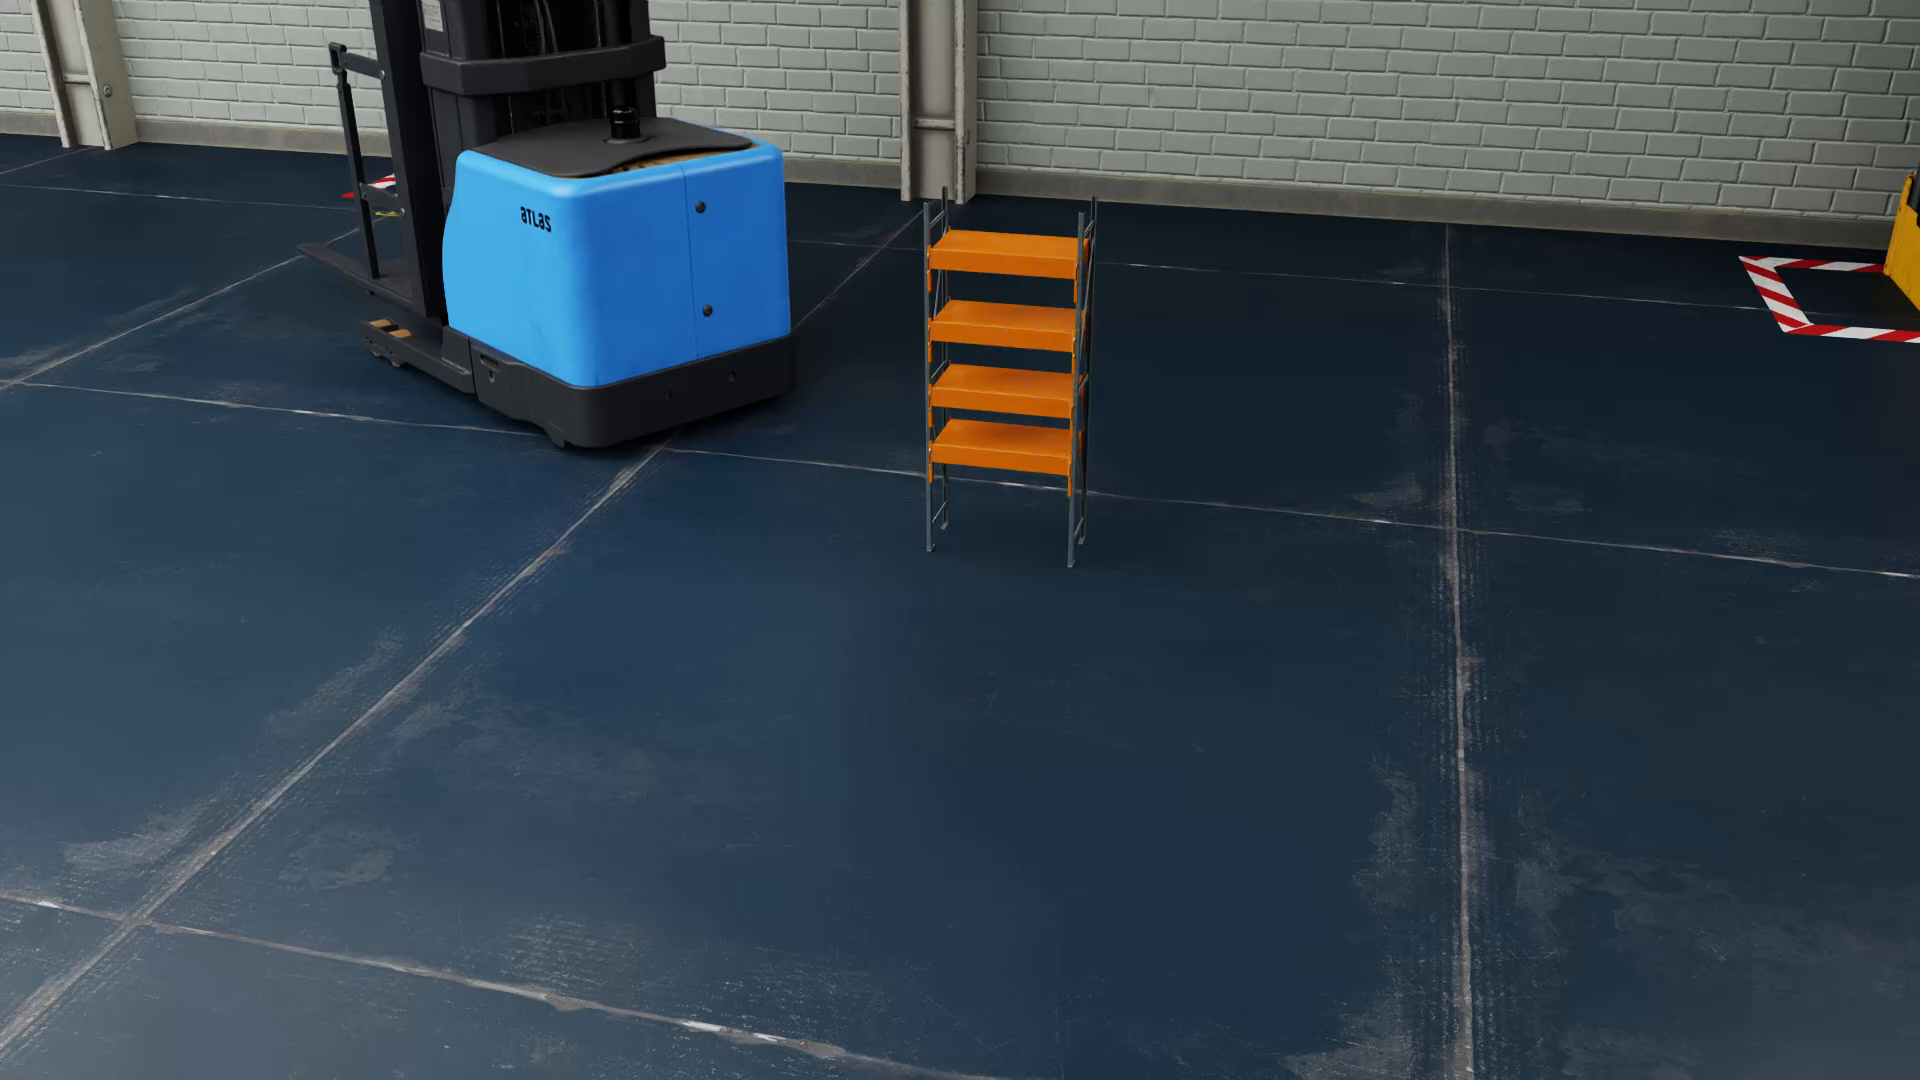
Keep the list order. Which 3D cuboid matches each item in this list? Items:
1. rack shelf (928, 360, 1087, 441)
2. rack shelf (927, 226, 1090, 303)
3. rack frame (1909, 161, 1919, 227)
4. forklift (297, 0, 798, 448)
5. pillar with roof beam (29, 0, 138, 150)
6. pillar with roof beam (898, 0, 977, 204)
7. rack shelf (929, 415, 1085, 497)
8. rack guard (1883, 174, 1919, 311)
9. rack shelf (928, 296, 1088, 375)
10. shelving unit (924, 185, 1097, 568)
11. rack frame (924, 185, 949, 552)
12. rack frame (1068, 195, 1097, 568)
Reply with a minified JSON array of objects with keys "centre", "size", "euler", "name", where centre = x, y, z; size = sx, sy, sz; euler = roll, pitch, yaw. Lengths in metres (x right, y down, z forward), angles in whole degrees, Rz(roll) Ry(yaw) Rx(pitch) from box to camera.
[{"centre":[0.160,-0.463,5.484],"size":[0.480,0.148,0.258],"euler":[6,26,13],"name":"rack shelf"},{"centre":[0.160,-0.879,5.286],"size":[0.480,0.148,0.258],"euler":[6,26,13],"name":"rack shelf"},{"centre":[4.790,-2.528,7.571],"size":[0.127,3.000,1.000],"euler":[6,26,13],"name":"rack frame"},{"centre":[-2.049,-2.219,7.001],"size":[1.130,2.935,3.031],"euler":[-22,33,-38],"name":"forklift"},{"centre":[-7.011,-5.015,5.815],"size":[0.400,9.000,9.100],"euler":[6,26,13],"name":"pillar with roof beam"},{"centre":[-1.200,-4.372,4.465],"size":[0.400,9.000,9.100],"euler":[6,26,13],"name":"pillar with roof beam"},{"centre":[0.160,-0.284,5.569],"size":[0.480,0.148,0.258],"euler":[6,26,13],"name":"rack shelf"},{"centre":[4.863,-1.392,8.092],"size":[0.348,0.500,1.175],"euler":[6,26,13],"name":"rack guard"},{"centre":[0.160,-0.665,5.388],"size":[0.480,0.148,0.258],"euler":[6,26,13],"name":"rack shelf"},{"centre":[0.160,-0.524,5.455],"size":[0.503,1.200,0.258],"euler":[6,26,13],"name":"shelving unit"},{"centre":[-0.076,-0.550,5.510],"size":[0.015,1.200,0.240],"euler":[6,26,13],"name":"rack frame"},{"centre":[0.397,-0.498,5.400],"size":[0.015,1.200,0.240],"euler":[6,26,13],"name":"rack frame"}]
